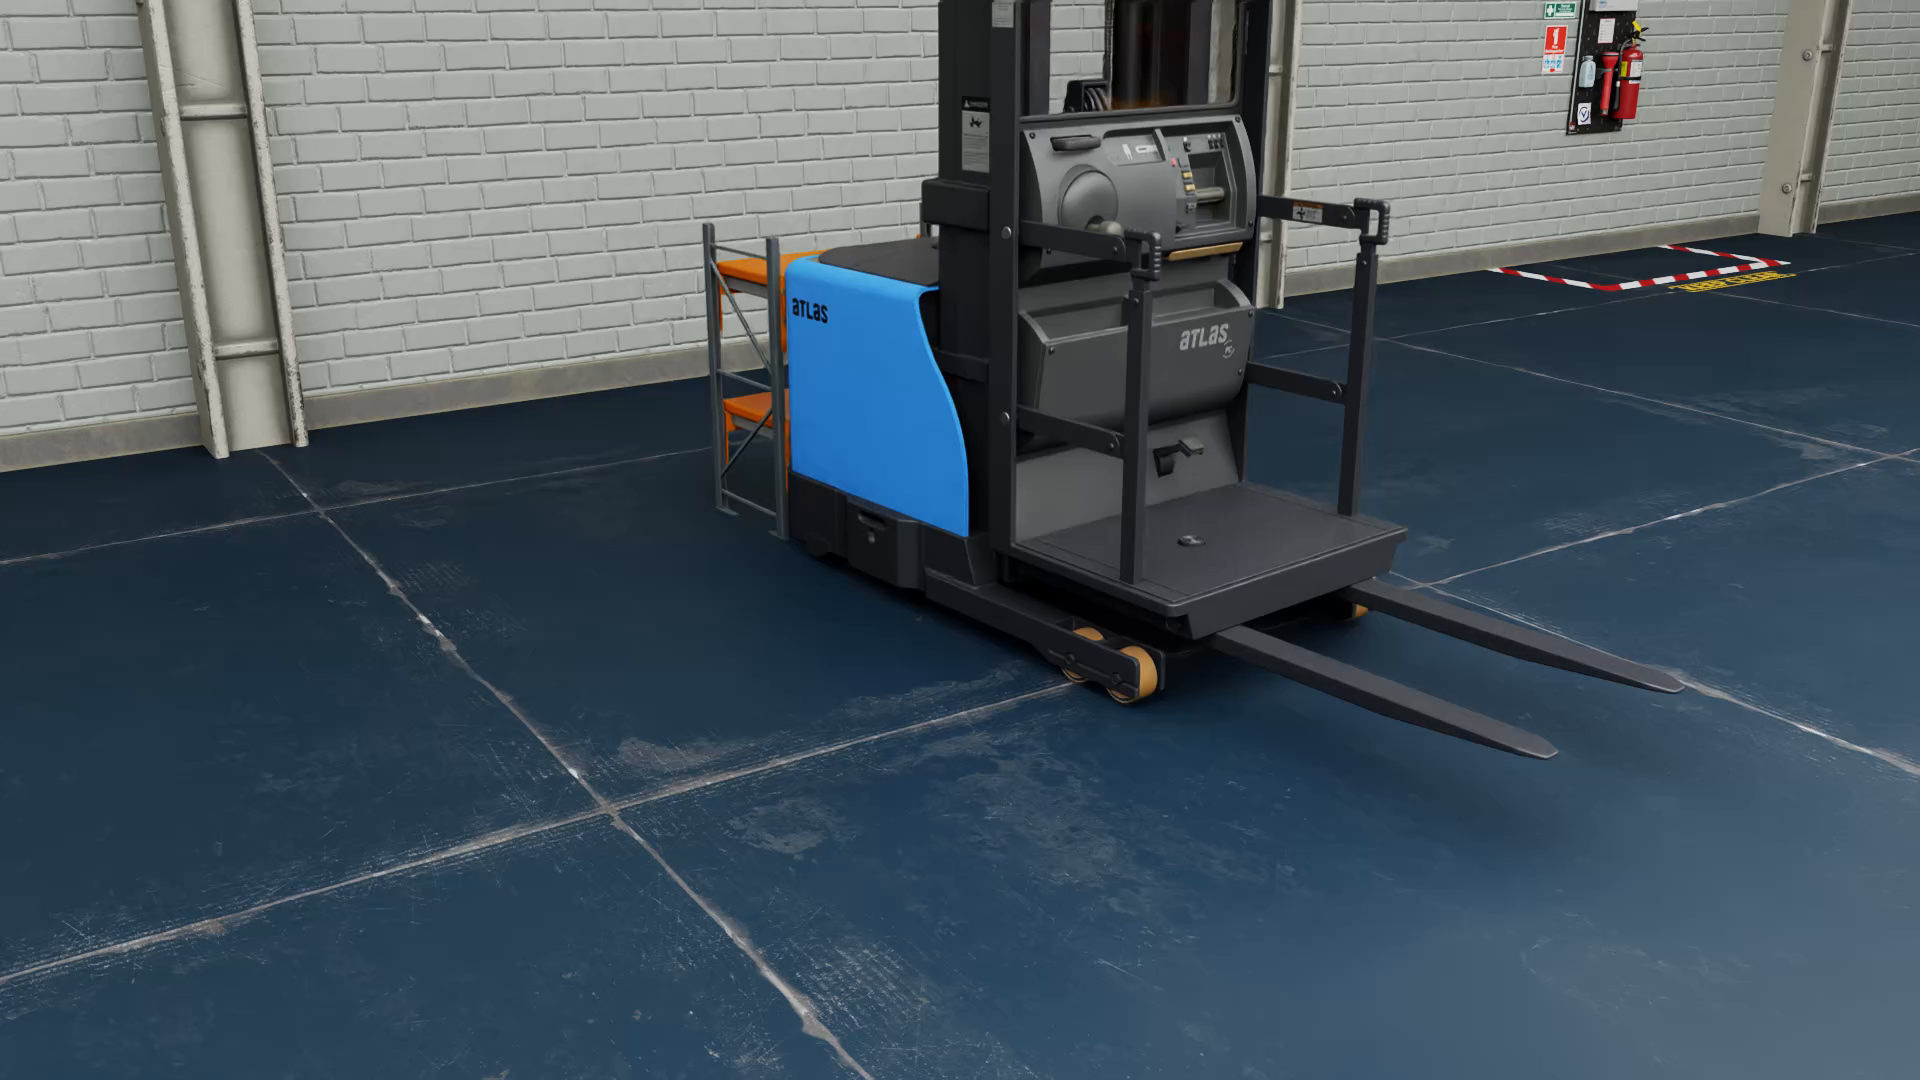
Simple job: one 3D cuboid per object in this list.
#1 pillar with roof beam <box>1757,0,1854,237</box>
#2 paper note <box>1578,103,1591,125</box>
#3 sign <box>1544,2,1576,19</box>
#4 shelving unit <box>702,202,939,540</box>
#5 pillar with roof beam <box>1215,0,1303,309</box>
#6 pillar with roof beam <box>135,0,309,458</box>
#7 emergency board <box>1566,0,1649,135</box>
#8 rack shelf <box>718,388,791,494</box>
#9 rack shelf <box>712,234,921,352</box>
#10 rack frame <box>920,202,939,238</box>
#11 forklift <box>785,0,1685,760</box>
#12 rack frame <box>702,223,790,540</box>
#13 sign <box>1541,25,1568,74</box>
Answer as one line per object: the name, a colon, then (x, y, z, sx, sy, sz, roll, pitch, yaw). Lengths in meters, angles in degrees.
pillar with roof beam: (9.201, -5.659, 8.932, 0.400, 9.000, 9.100, -12, 22, -31)
paper note: (4.563, -3.113, 12.145, 0.142, 0.148, 0.016, -12, 22, -31)
sign: (4.239, -3.740, 11.740, 0.331, 0.109, 0.001, -12, 22, -31)
shelving unit: (-0.403, -0.697, 6.548, 1.048, 1.125, 0.538, -14, 23, -35)
pillar with roof beam: (4.190, -4.602, 5.806, 0.400, 9.000, 9.100, -12, 22, -31)
pillar with roof beam: (-0.821, -3.545, 2.680, 0.400, 9.000, 9.100, -12, 22, -31)
emergency board: (4.749, -3.543, 12.042, 0.643, 1.169, 0.194, -12, 22, -31)
rack shelf: (-0.403, -0.465, 6.627, 1.000, 0.278, 0.538, -14, 23, -35)
rack shelf: (-0.403, -0.974, 6.455, 1.000, 0.278, 0.538, -14, 23, -35)
rack frame: (-0.001, -0.796, 6.843, 0.032, 1.125, 0.500, -14, 23, -35)
forklift: (0.699, -1.094, 4.903, 1.130, 2.935, 3.031, -15, 24, -37)
rack frame: (-0.805, -0.597, 6.254, 0.032, 1.125, 0.500, -14, 23, -35)
sign: (4.230, -3.490, 11.829, 0.234, 0.329, 0.001, -12, 22, -31)
